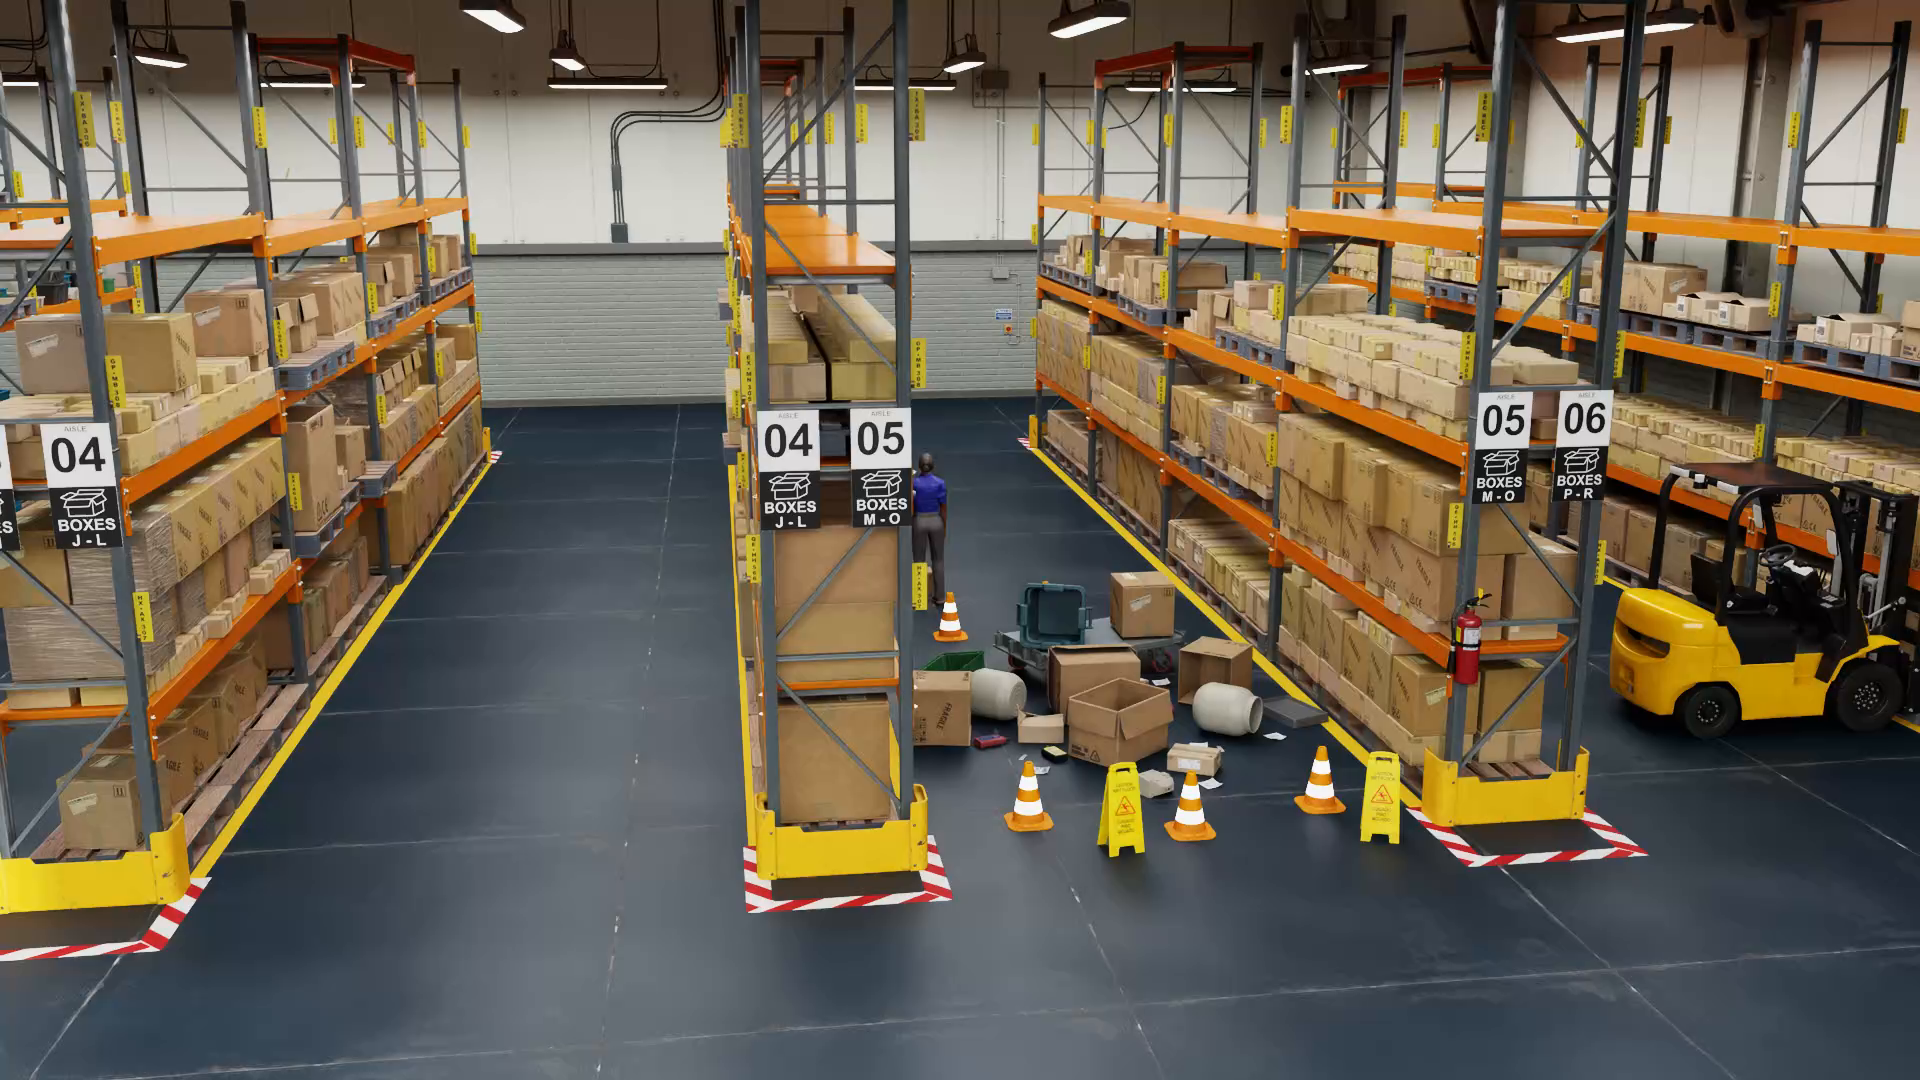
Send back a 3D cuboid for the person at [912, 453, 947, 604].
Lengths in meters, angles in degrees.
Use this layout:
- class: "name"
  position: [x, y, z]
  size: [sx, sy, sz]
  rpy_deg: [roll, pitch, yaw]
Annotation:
- class: "person"
  position: [-0.362, -0.124, 17.980]
  size: [0.442, 1.661, 0.307]
  rpy_deg: [-2, 13, -7]
